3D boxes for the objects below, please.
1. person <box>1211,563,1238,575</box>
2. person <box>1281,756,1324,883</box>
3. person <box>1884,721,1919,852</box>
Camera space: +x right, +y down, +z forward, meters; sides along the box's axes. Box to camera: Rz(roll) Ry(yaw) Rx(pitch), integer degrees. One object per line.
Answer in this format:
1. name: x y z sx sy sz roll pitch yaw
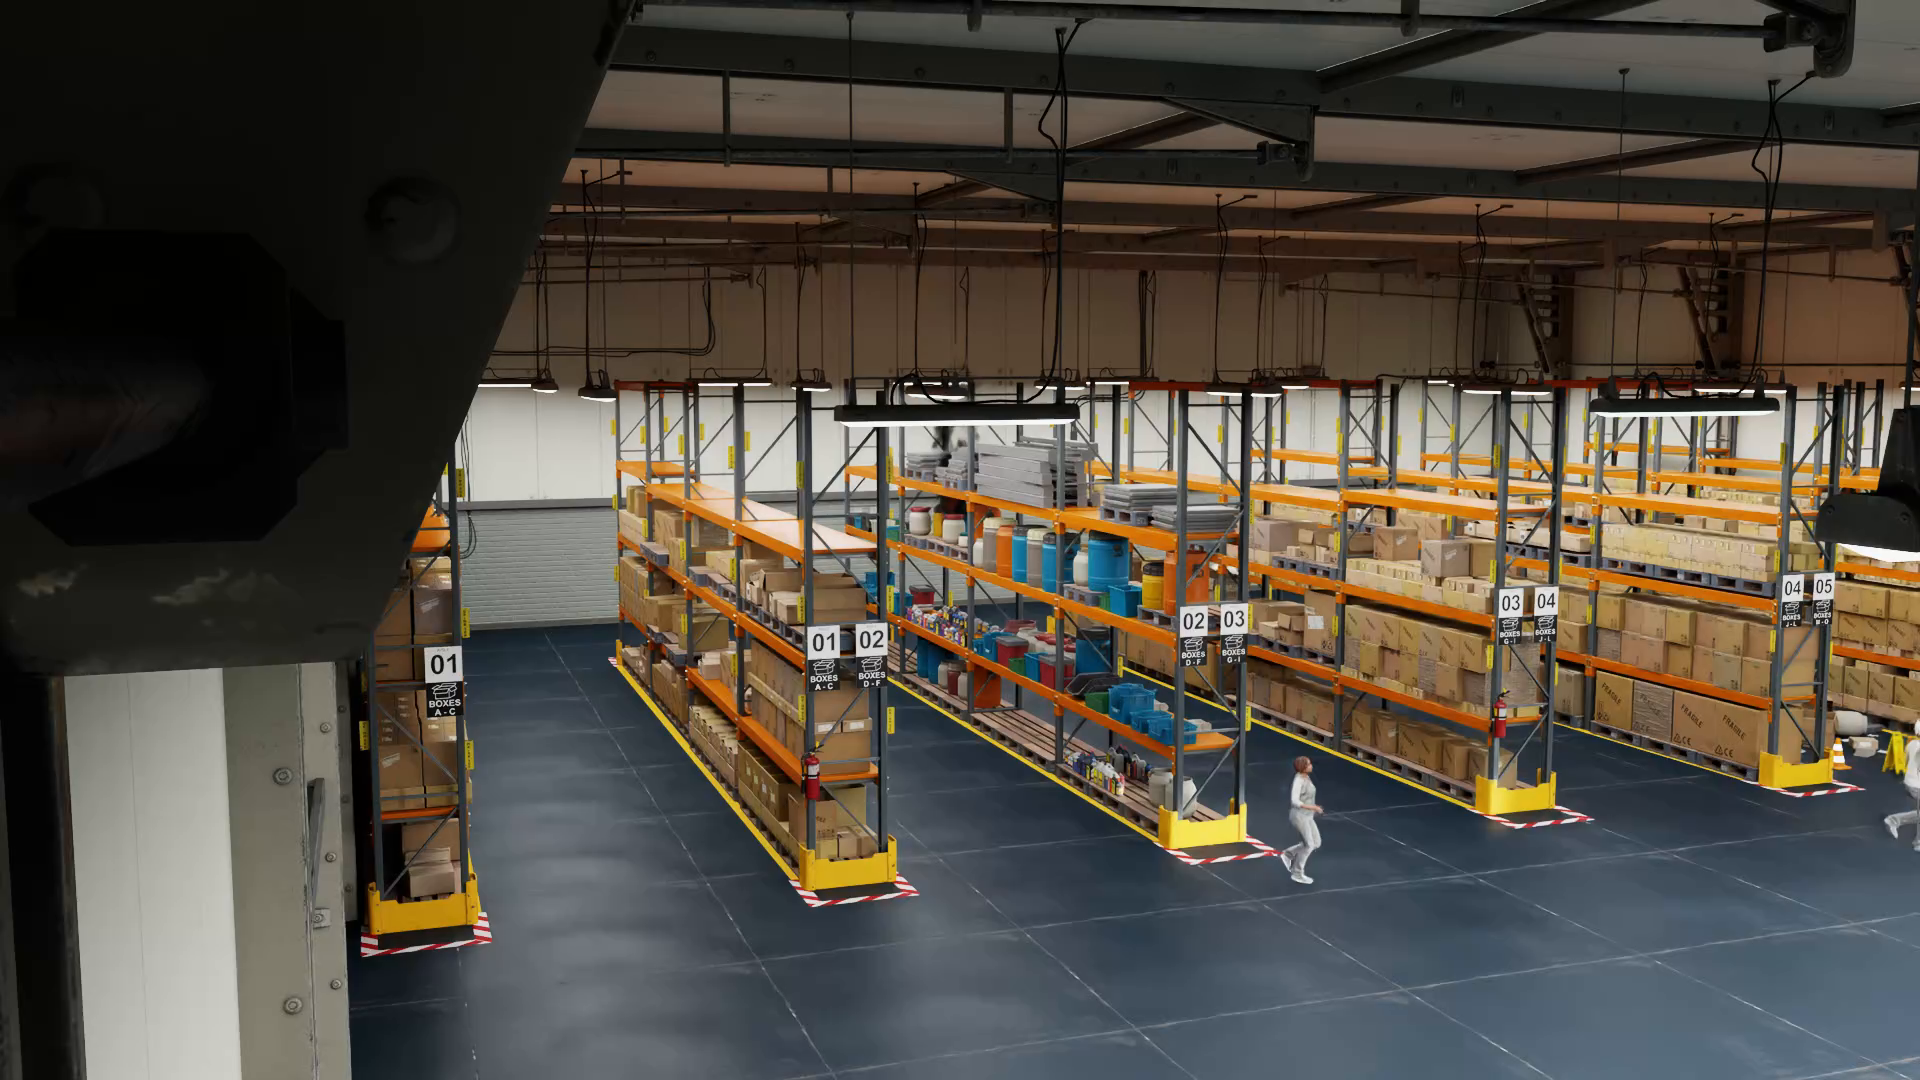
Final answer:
1. person: 6.363 1.191 40.620 0.703 1.763 0.671 5 8 37
2. person: 4.202 3.421 20.352 0.555 1.574 0.571 3 7 24
3. person: 12.450 3.195 21.594 0.611 1.751 0.657 2 6 17
